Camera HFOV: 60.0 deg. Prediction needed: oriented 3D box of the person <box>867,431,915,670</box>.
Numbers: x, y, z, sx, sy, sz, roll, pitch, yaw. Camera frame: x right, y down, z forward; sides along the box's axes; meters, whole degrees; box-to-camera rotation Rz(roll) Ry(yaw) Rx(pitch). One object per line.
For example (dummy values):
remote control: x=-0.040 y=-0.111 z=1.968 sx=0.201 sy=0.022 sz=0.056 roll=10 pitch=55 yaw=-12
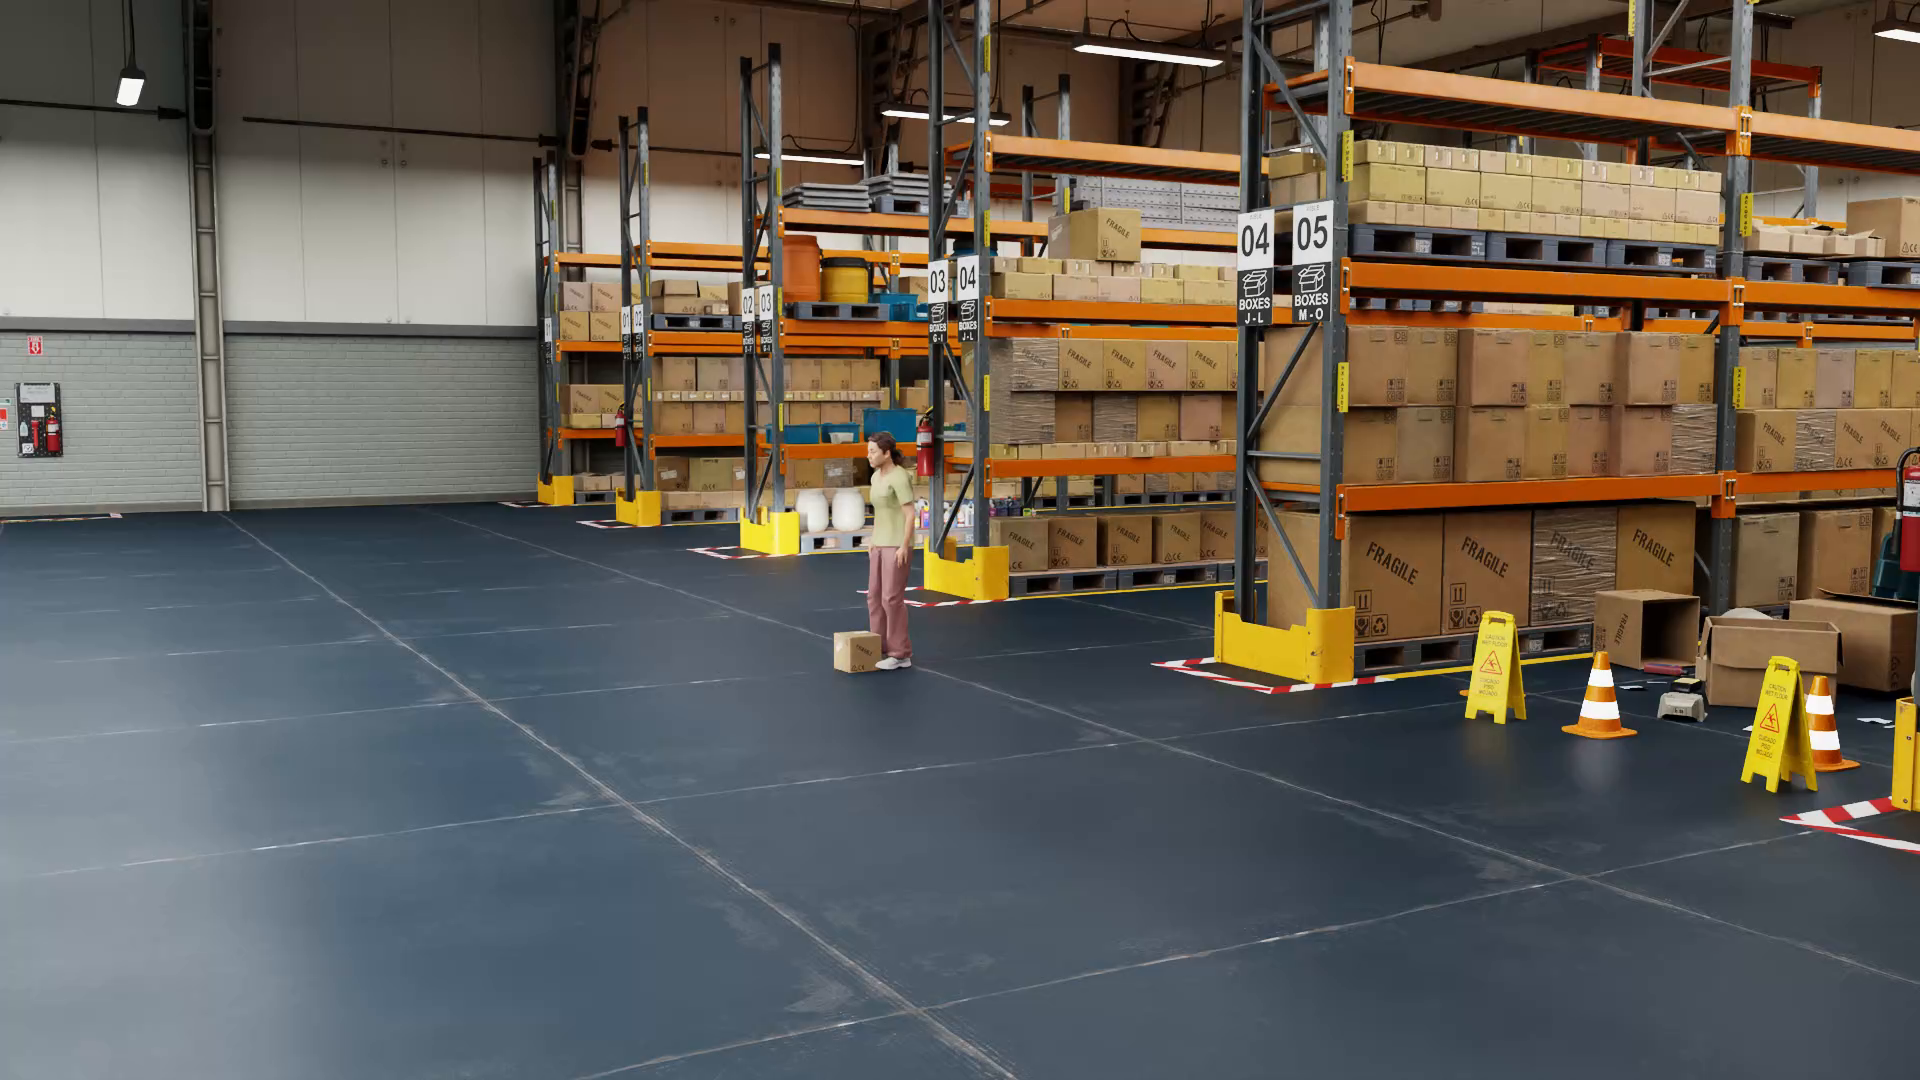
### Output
person: x=-0.504 y=0.065 z=11.742 sx=0.351 sy=1.672 sz=0.505 roll=-3 pitch=6 yaw=-30
